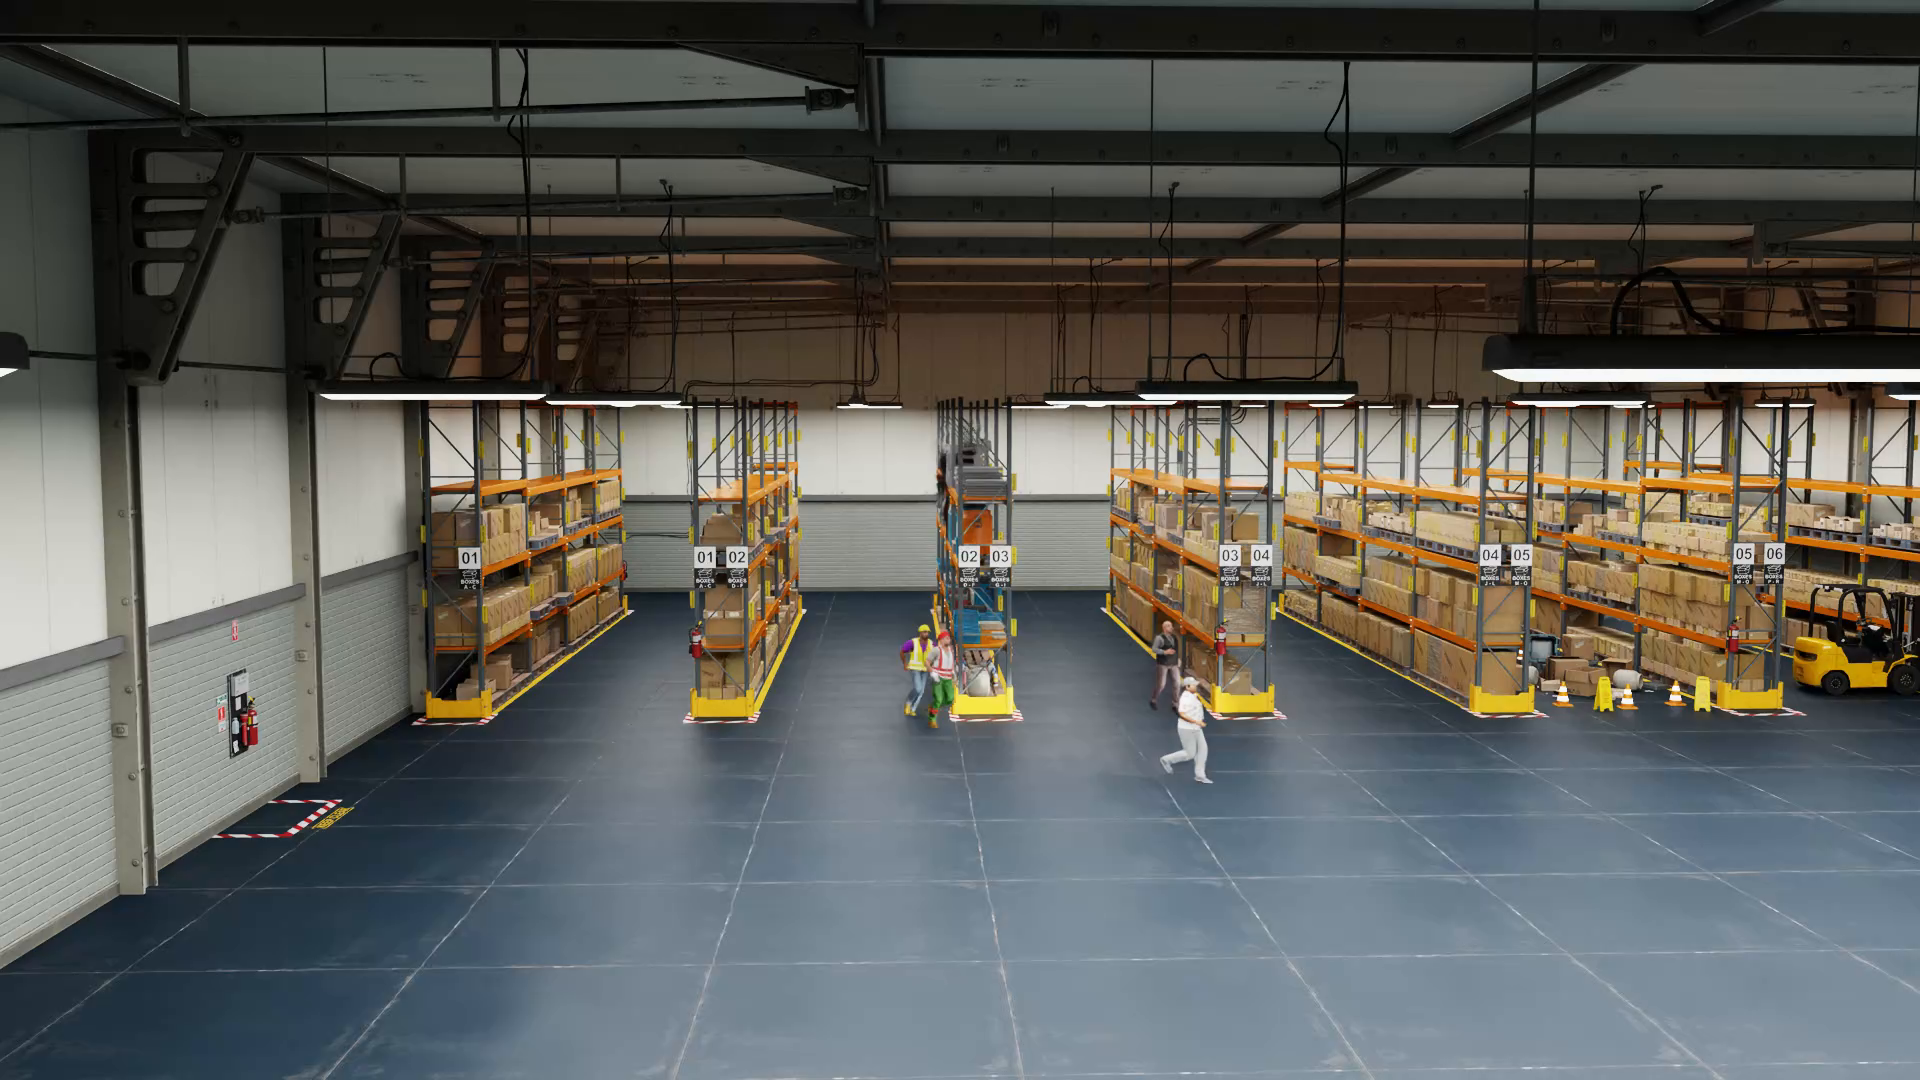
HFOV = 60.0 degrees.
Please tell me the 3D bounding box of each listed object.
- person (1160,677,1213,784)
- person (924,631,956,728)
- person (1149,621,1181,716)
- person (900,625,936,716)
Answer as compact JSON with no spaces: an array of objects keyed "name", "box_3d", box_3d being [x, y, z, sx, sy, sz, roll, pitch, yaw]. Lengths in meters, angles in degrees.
[{"name":"person","box_3d":[3.516,2.935,25.703,0.823,1.664,0.615,2,5,21]},{"name":"person","box_3d":[-0.330,2.527,30.370,0.709,1.728,0.558,-4,6,-39]},{"name":"person","box_3d":[3.919,2.423,31.537,0.658,1.774,0.791,-2,5,-26]},{"name":"person","box_3d":[-0.714,2.447,31.220,0.688,1.711,0.580,-2,5,-25]}]
